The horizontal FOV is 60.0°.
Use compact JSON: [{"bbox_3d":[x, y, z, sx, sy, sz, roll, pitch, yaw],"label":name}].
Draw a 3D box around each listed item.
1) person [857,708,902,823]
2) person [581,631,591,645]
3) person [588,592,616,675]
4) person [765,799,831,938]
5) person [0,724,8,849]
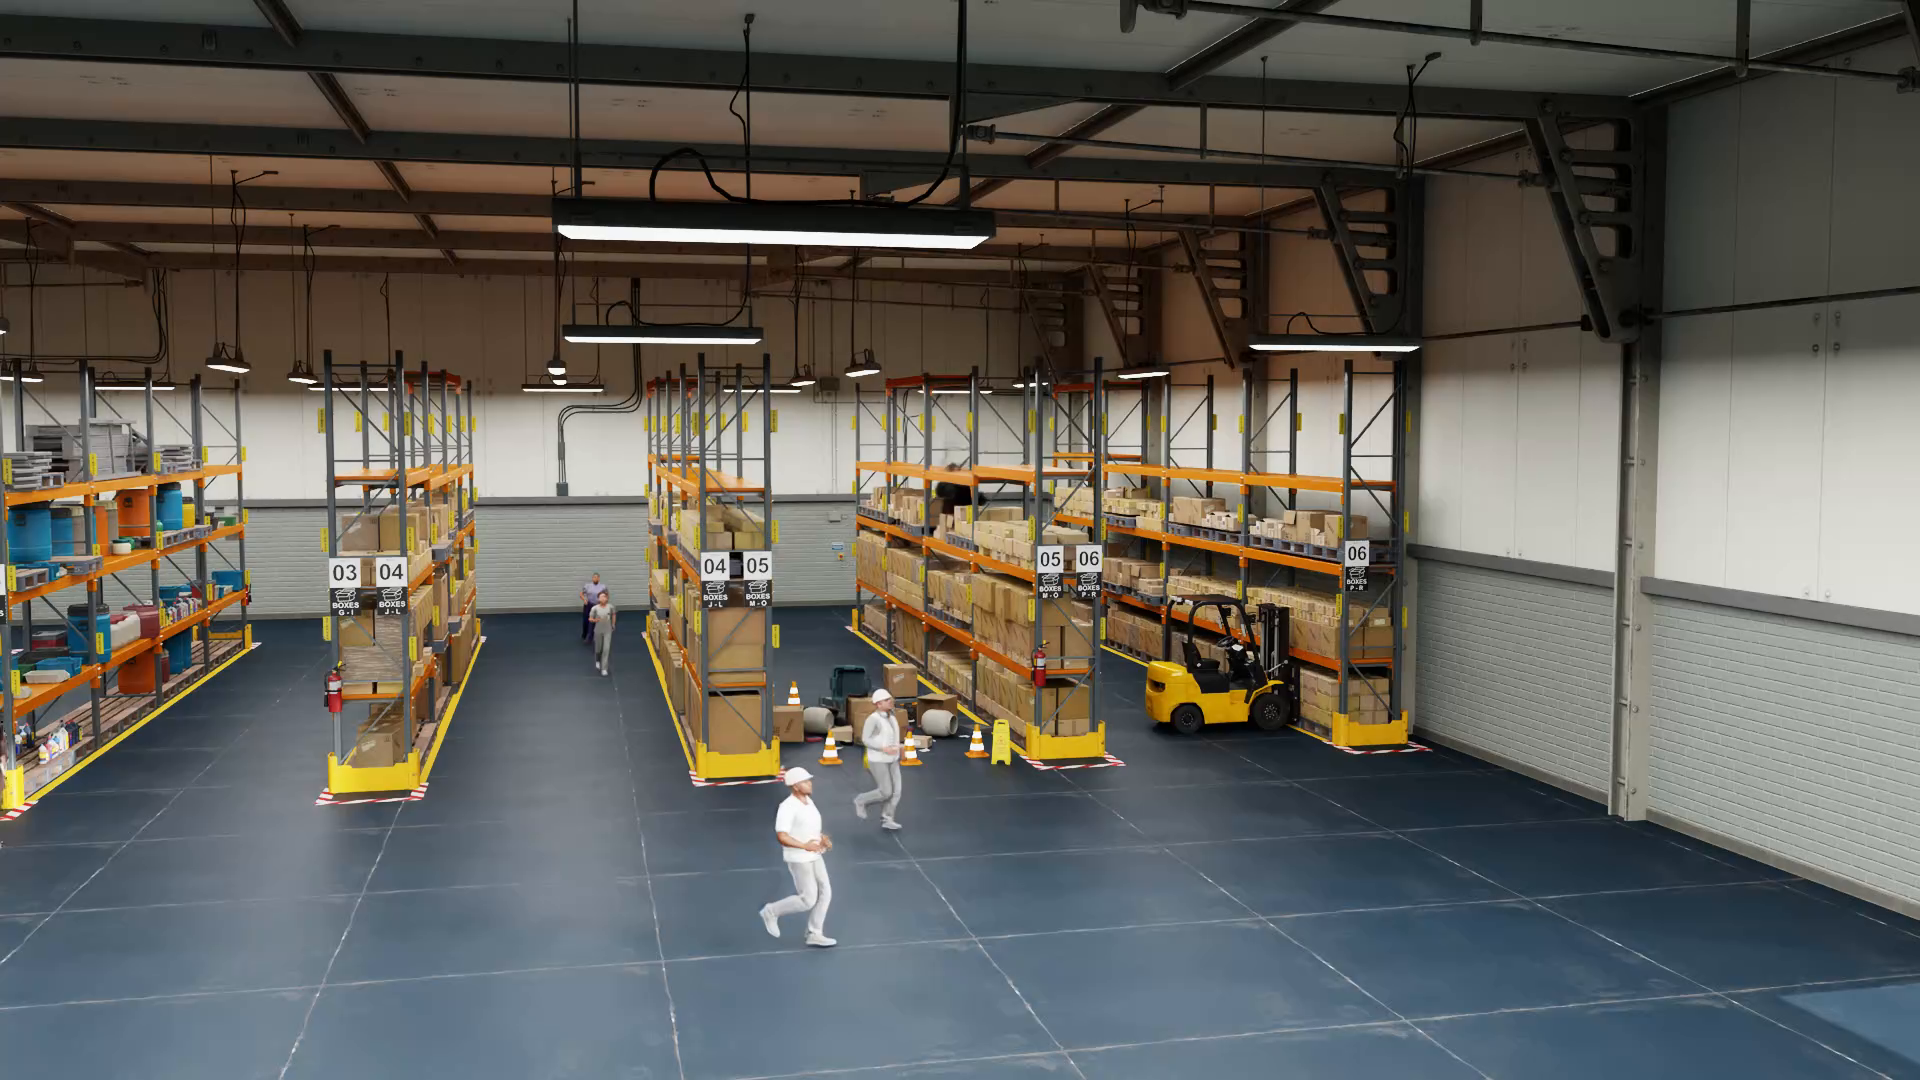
[{"bbox_3d":[-0.981,2.789,20.599,0.556,1.455,0.447,3,5,32],"label":"person"},{"bbox_3d":[-8.531,2.165,37.971,0.303,0.393,0.896,-1,4,-7],"label":"person"},{"bbox_3d":[-7.124,1.845,33.175,0.569,1.649,0.902,-1,4,-18],"label":"person"},{"bbox_3d":[-1.548,3.143,15.956,0.615,1.375,0.680,1,4,16],"label":"person"},{"bbox_3d":[-11.636,2.775,19.729,0.735,1.771,0.762,2,5,28],"label":"person"}]
